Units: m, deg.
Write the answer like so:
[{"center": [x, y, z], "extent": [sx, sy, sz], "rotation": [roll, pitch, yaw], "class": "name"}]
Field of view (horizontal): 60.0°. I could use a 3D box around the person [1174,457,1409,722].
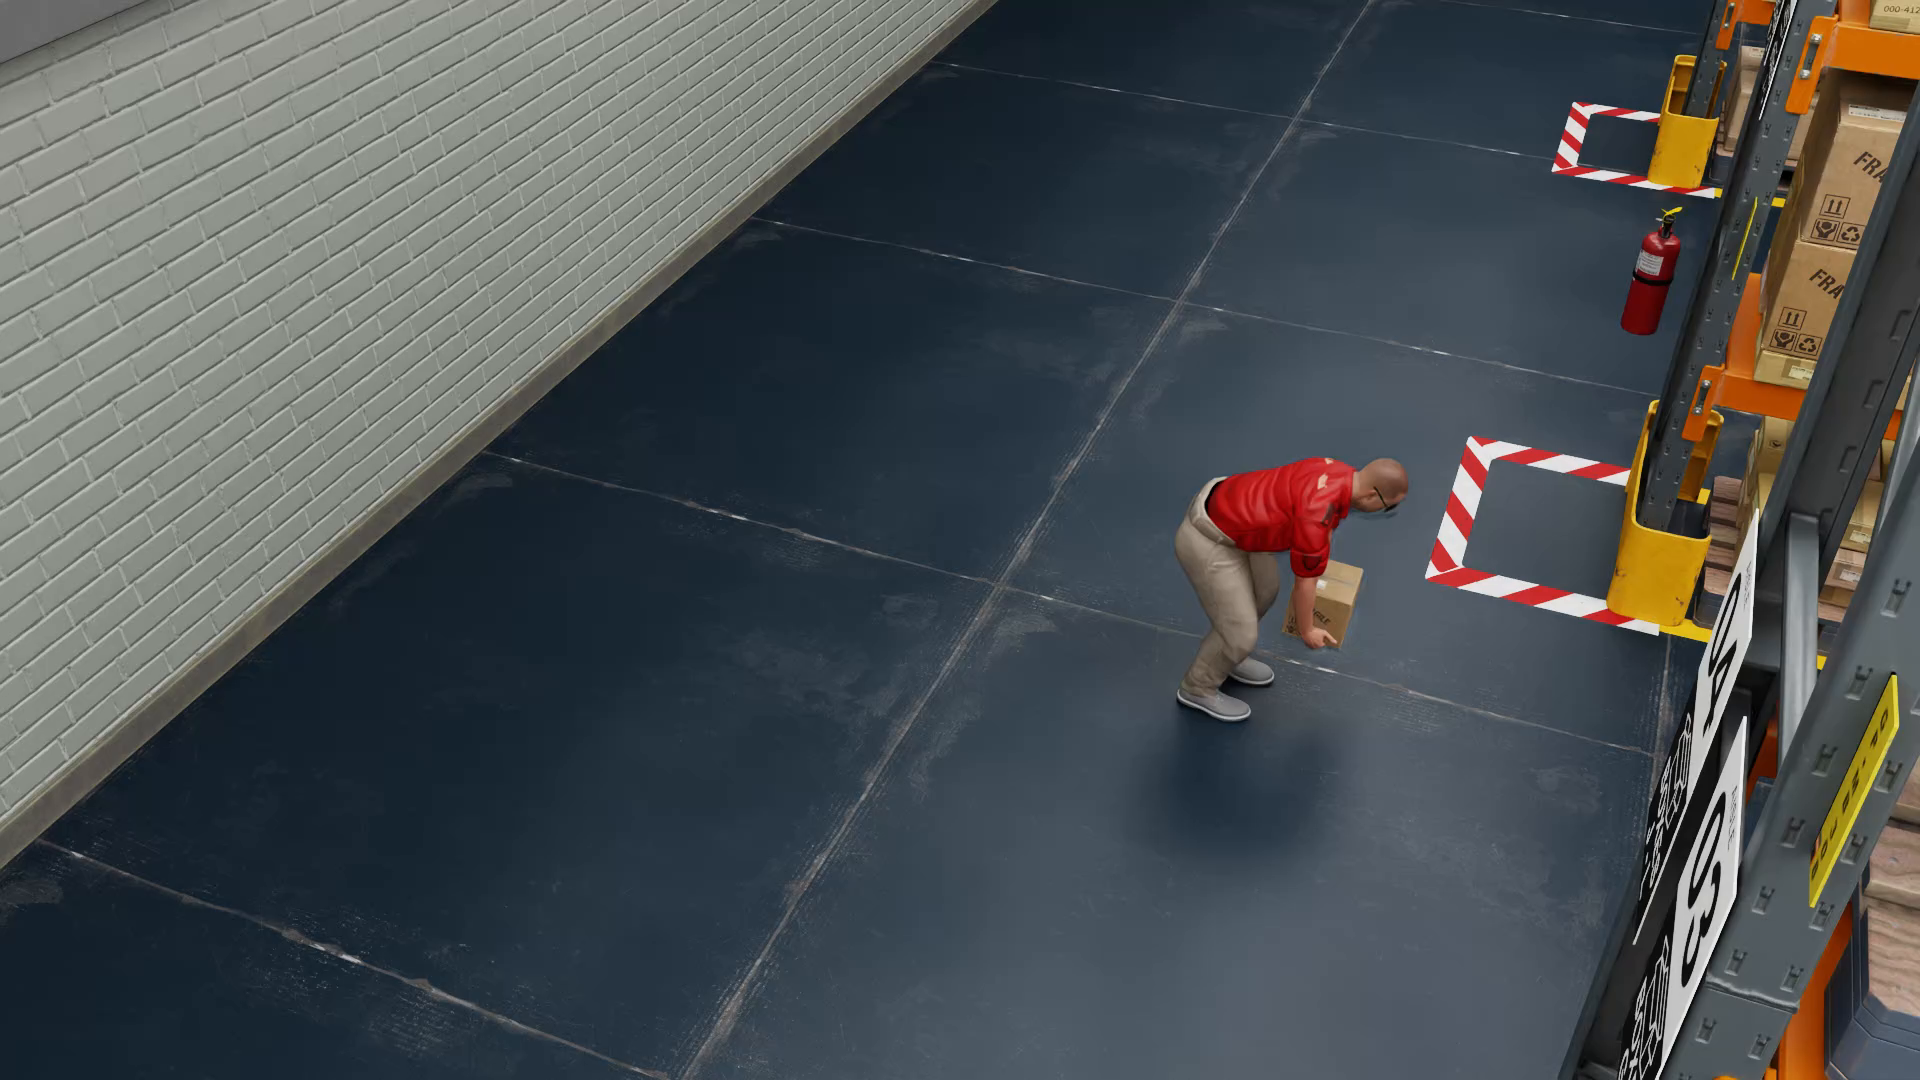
[{"center": [1.335, 0.165, 6.945], "extent": [0.883, 1.336, 0.496], "rotation": [13, 39, 16], "class": "person"}]
